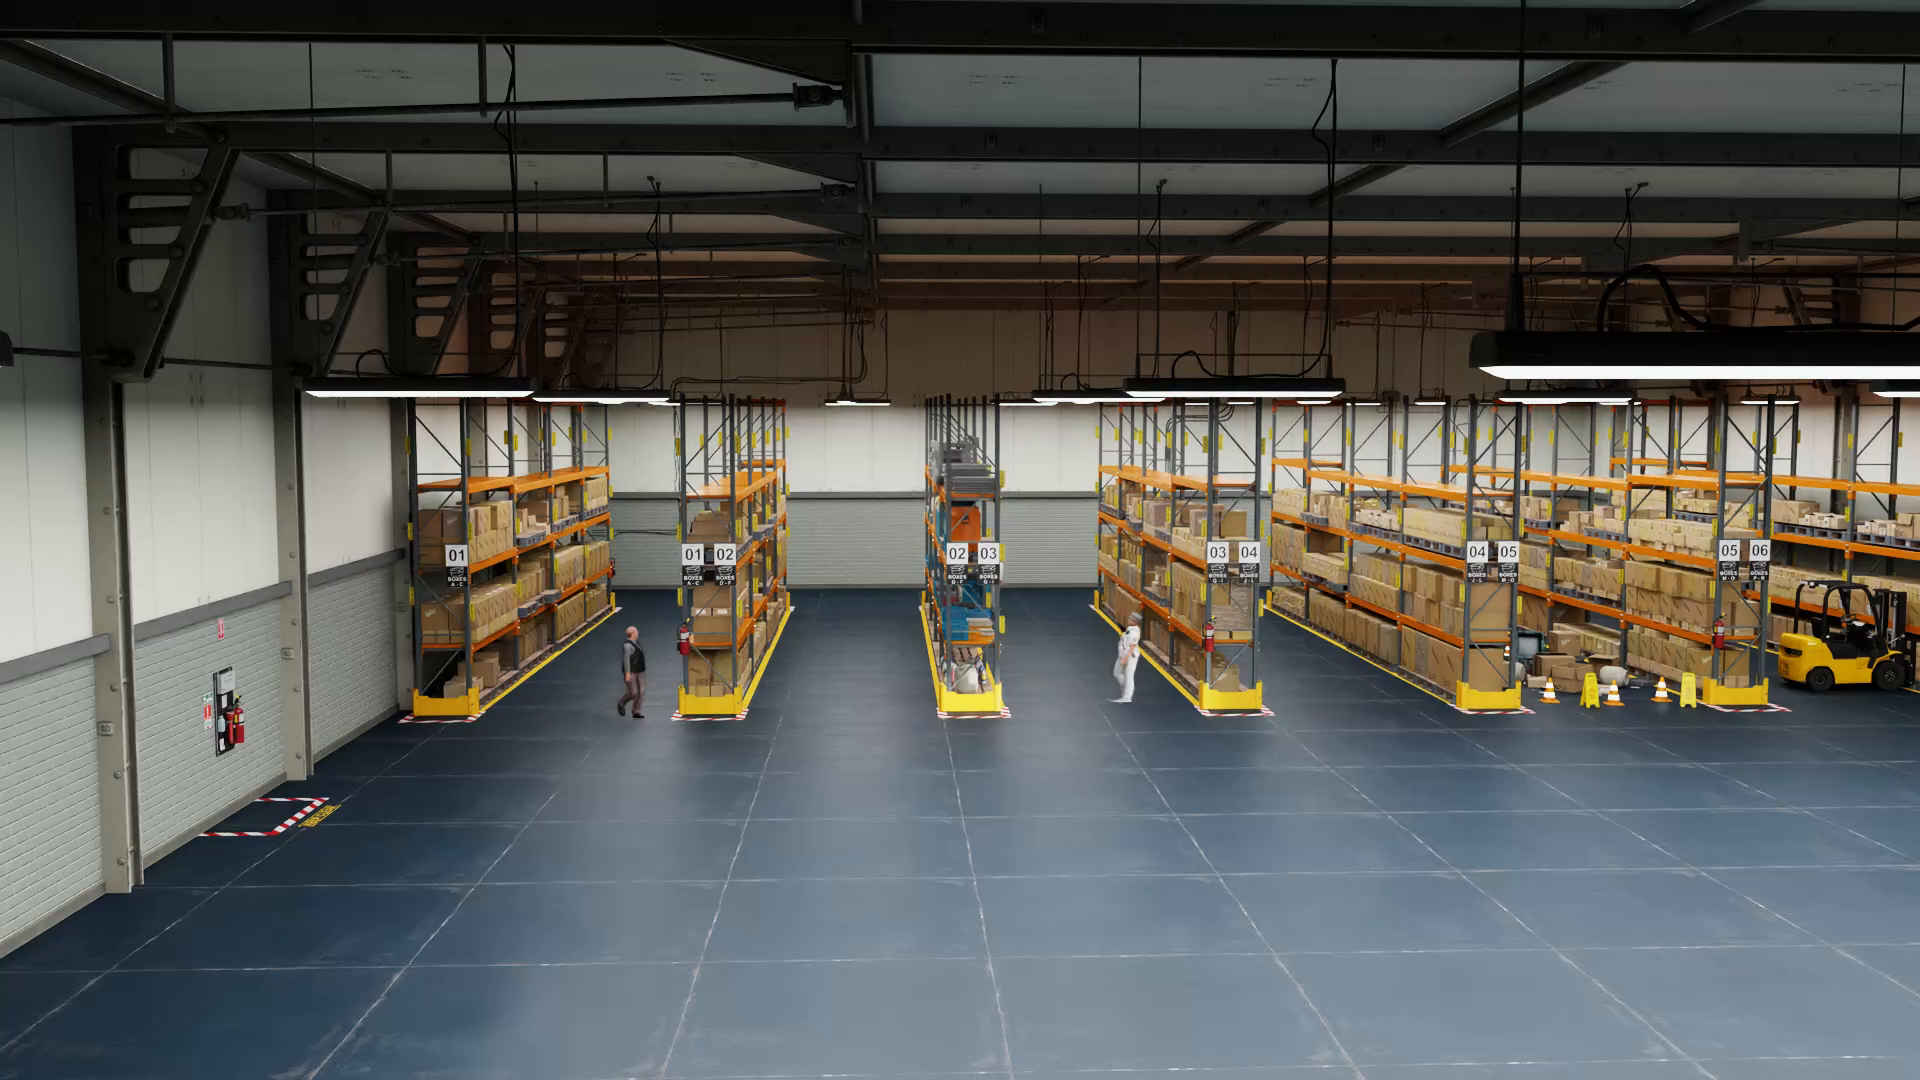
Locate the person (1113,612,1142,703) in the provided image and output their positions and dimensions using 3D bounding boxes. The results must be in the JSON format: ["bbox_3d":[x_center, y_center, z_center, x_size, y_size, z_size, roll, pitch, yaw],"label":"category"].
[{"bbox_3d":[3.248,2.301,32.339,0.548,1.808,0.581,-2,5,-22],"label":"person"}]

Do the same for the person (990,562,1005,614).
[{"bbox_3d":[1.047,1.154,46.775,0.570,1.789,0.584,-4,6,-41],"label":"person"}]

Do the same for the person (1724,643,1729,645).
[{"bbox_3d":[17.201,1.960,37.453,0.410,1.645,0.512,2,5,26],"label":"person"}]

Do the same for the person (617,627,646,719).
[{"bbox_3d":[-6.056,2.444,30.664,0.553,1.702,0.556,3,6,37],"label":"person"}]
